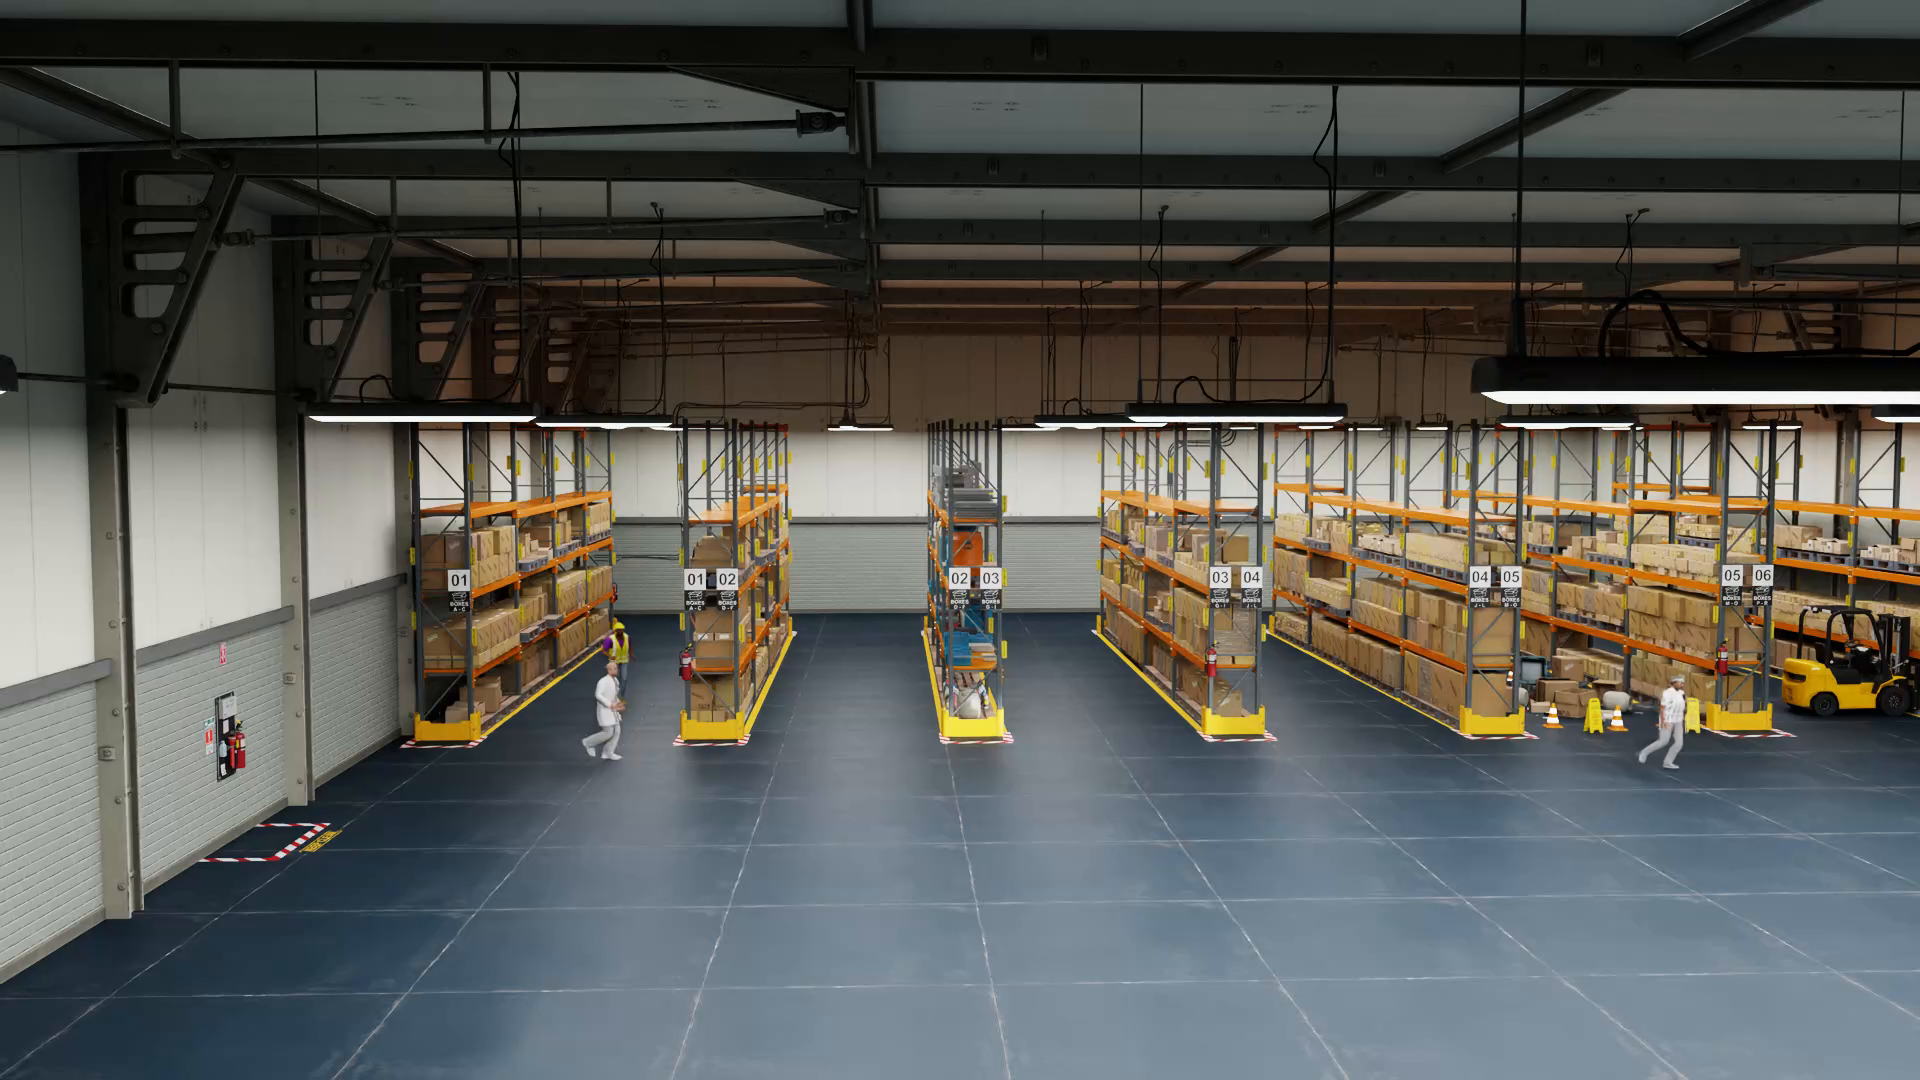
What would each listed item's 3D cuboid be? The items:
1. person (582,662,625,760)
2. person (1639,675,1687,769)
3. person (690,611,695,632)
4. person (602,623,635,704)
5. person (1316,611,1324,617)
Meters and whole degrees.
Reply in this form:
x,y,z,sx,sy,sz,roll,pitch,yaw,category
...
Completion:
x,y,z,sx,sy,sz,roll,pitch,yaw,category
-6.261,3.001,29.201,0.750,1.725,0.709,1,4,16,person
12.017,3.082,28.380,0.727,1.615,0.545,-1,4,-19,person
-6.706,2.222,43.035,0.642,1.501,0.832,-1,4,-21,person
-7.303,2.602,35.414,0.700,1.720,0.821,-2,4,-27,person
10.367,1.744,48.770,0.624,1.780,0.601,3,5,36,person
